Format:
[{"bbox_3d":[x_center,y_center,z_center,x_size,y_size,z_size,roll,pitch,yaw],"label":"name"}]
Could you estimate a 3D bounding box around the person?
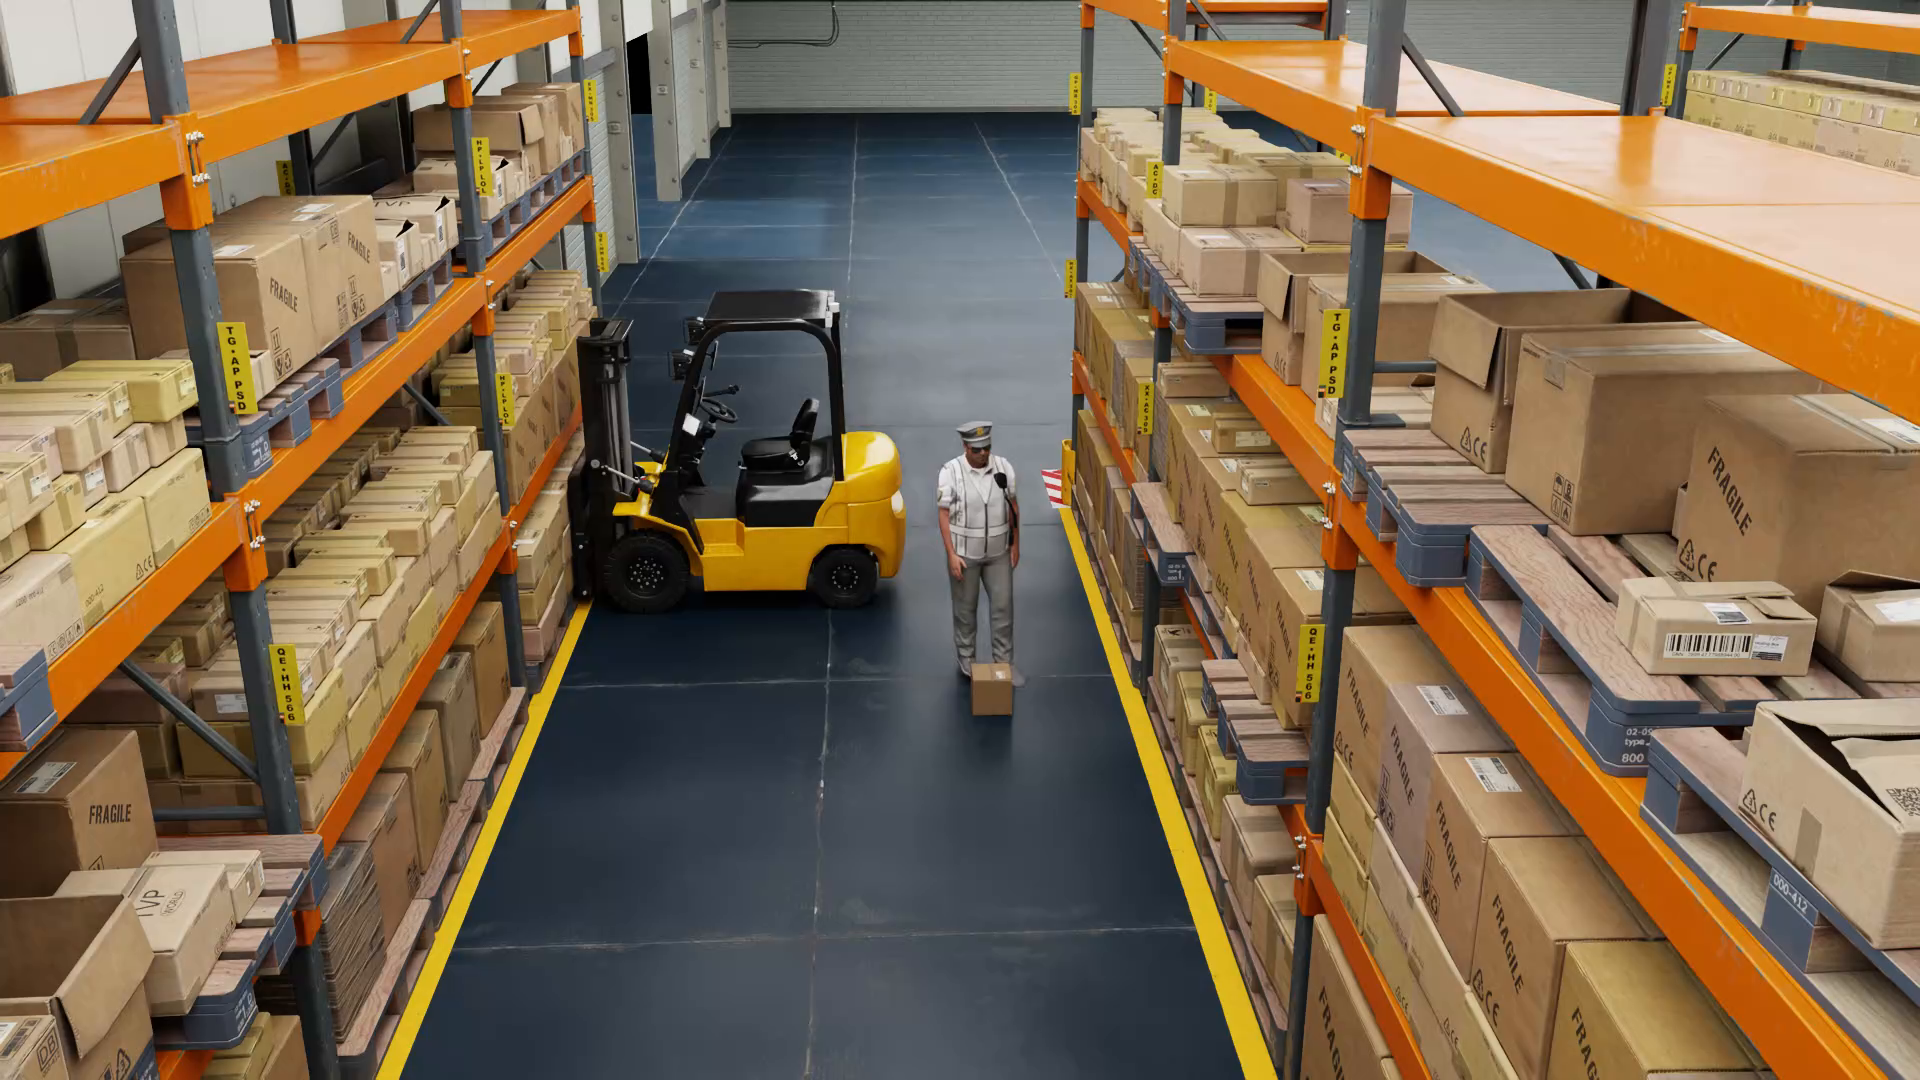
[{"bbox_3d":[0.147,0.097,10.812,0.559,1.781,0.517,-6,21,-15],"label":"person"}]
